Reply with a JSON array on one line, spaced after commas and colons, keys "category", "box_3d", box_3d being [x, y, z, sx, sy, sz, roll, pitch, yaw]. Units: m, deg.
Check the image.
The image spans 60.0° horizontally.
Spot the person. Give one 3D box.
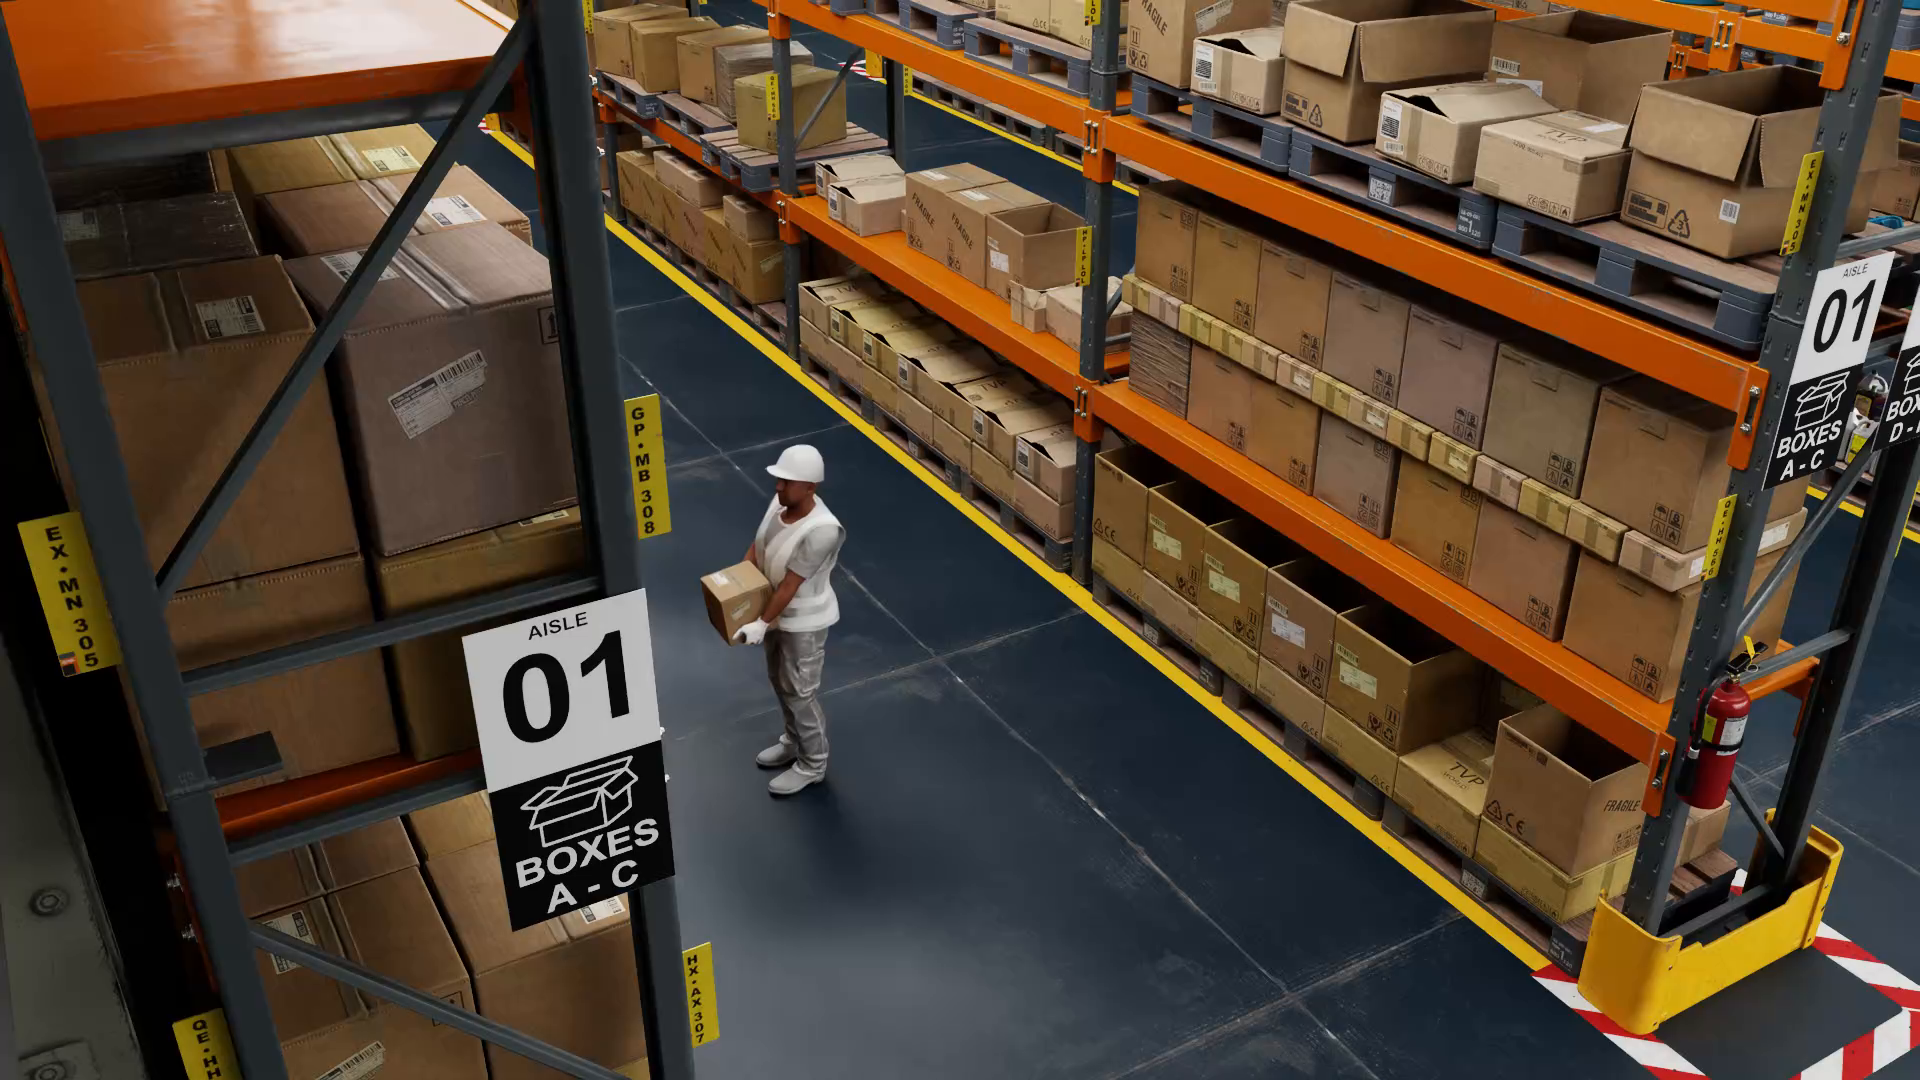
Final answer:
[{"category": "person", "box_3d": [-0.854, 0.390, 7.838, 0.571, 1.779, 0.488, -15, 32, -25]}]
